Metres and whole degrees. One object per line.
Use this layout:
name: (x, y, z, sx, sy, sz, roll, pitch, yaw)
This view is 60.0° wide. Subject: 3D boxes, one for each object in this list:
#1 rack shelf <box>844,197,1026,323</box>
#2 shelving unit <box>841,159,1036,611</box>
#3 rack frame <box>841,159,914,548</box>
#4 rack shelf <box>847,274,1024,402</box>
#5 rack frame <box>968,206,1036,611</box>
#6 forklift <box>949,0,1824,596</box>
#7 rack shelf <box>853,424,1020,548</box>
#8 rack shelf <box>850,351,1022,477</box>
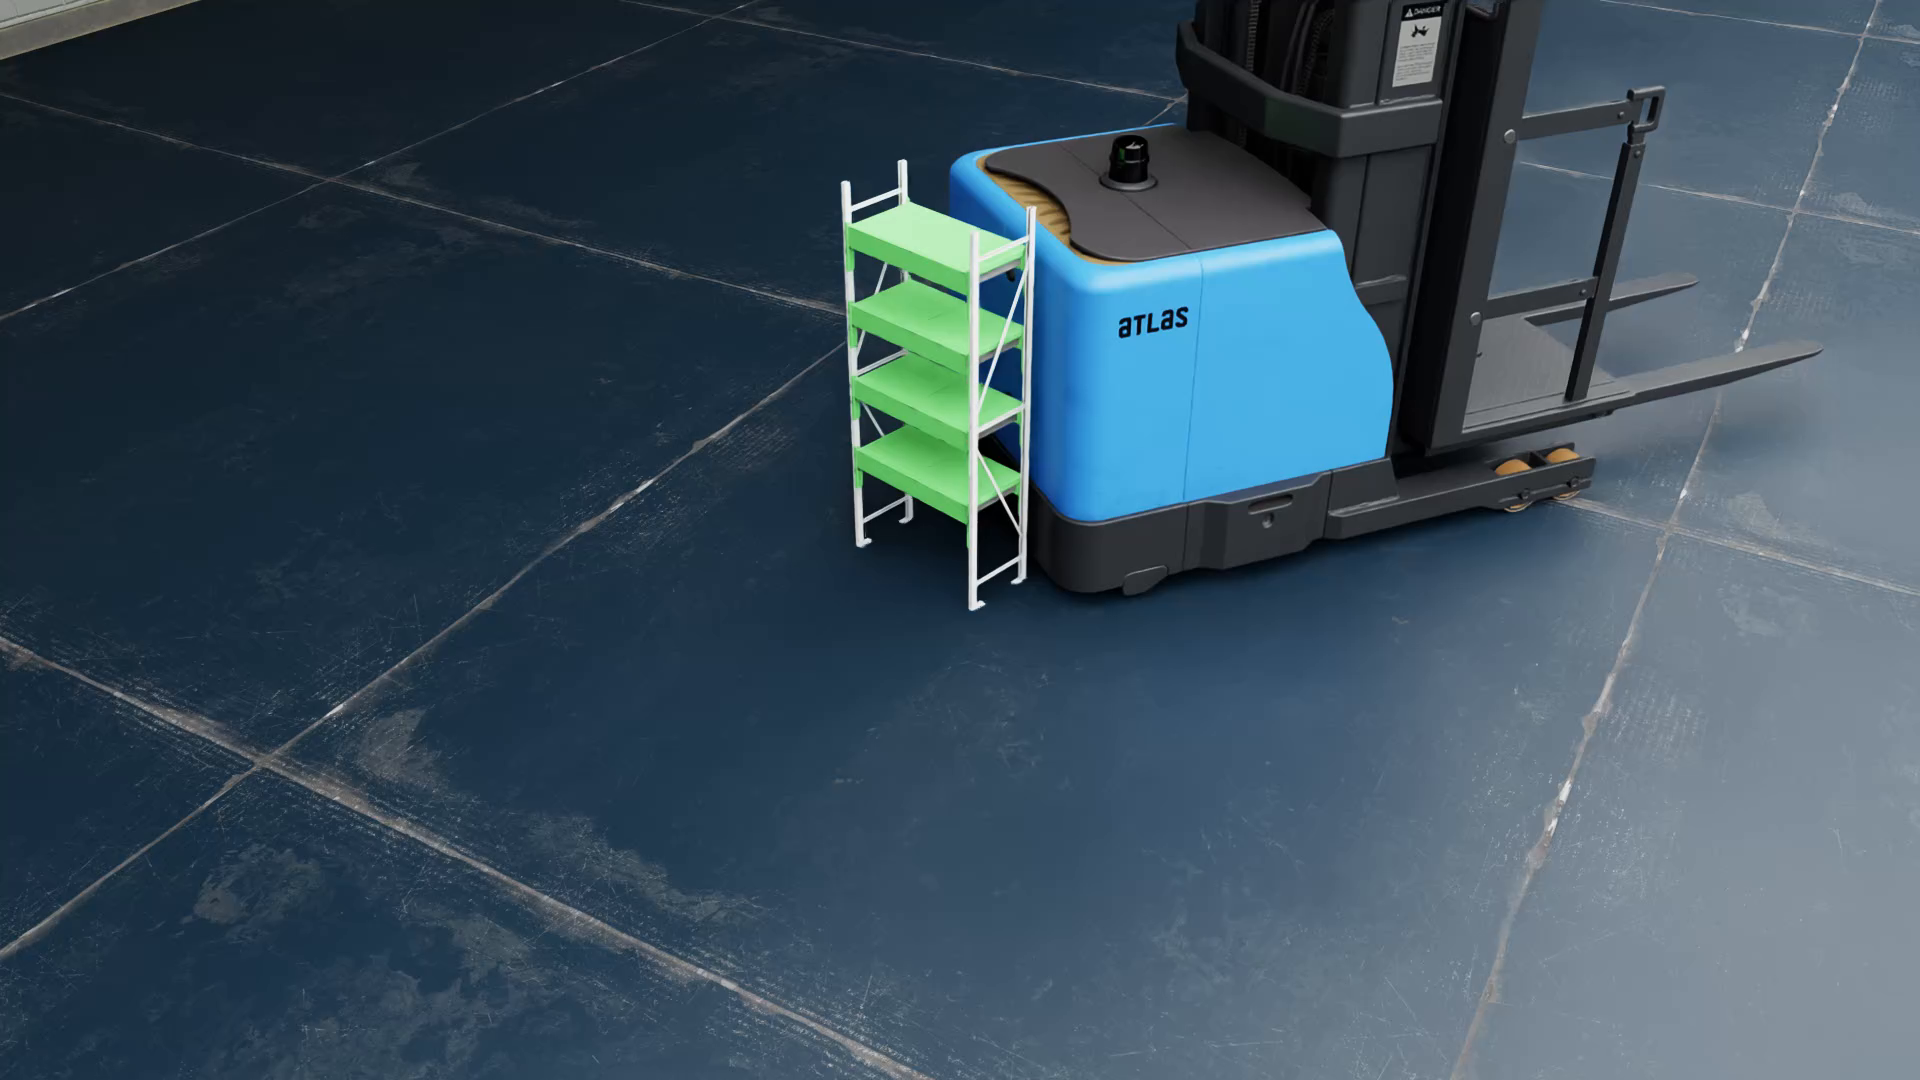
rack shelf: (-0.062, -0.778, 4.585, 0.480, 0.148, 0.258, 28, 43, 35)
shelving unit: (-0.062, -0.432, 4.816, 0.503, 1.200, 0.258, 28, 43, 35)
rack frame: (-0.238, -0.526, 4.957, 0.015, 1.200, 0.240, 28, 43, 35)
rack shelf: (-0.062, -0.578, 4.718, 0.480, 0.148, 0.258, 28, 43, 35)
rack frame: (0.113, -0.338, 4.675, 0.015, 1.200, 0.240, 28, 43, 35)
forklift: (1.522, -1.569, 4.962, 3.031, 2.935, 1.130, -13, 36, -18)
rack shelf: (-0.062, -0.179, 4.984, 0.480, 0.148, 0.258, 28, 43, 35)
rack shelf: (-0.062, -0.379, 4.851, 0.480, 0.148, 0.258, 28, 43, 35)
